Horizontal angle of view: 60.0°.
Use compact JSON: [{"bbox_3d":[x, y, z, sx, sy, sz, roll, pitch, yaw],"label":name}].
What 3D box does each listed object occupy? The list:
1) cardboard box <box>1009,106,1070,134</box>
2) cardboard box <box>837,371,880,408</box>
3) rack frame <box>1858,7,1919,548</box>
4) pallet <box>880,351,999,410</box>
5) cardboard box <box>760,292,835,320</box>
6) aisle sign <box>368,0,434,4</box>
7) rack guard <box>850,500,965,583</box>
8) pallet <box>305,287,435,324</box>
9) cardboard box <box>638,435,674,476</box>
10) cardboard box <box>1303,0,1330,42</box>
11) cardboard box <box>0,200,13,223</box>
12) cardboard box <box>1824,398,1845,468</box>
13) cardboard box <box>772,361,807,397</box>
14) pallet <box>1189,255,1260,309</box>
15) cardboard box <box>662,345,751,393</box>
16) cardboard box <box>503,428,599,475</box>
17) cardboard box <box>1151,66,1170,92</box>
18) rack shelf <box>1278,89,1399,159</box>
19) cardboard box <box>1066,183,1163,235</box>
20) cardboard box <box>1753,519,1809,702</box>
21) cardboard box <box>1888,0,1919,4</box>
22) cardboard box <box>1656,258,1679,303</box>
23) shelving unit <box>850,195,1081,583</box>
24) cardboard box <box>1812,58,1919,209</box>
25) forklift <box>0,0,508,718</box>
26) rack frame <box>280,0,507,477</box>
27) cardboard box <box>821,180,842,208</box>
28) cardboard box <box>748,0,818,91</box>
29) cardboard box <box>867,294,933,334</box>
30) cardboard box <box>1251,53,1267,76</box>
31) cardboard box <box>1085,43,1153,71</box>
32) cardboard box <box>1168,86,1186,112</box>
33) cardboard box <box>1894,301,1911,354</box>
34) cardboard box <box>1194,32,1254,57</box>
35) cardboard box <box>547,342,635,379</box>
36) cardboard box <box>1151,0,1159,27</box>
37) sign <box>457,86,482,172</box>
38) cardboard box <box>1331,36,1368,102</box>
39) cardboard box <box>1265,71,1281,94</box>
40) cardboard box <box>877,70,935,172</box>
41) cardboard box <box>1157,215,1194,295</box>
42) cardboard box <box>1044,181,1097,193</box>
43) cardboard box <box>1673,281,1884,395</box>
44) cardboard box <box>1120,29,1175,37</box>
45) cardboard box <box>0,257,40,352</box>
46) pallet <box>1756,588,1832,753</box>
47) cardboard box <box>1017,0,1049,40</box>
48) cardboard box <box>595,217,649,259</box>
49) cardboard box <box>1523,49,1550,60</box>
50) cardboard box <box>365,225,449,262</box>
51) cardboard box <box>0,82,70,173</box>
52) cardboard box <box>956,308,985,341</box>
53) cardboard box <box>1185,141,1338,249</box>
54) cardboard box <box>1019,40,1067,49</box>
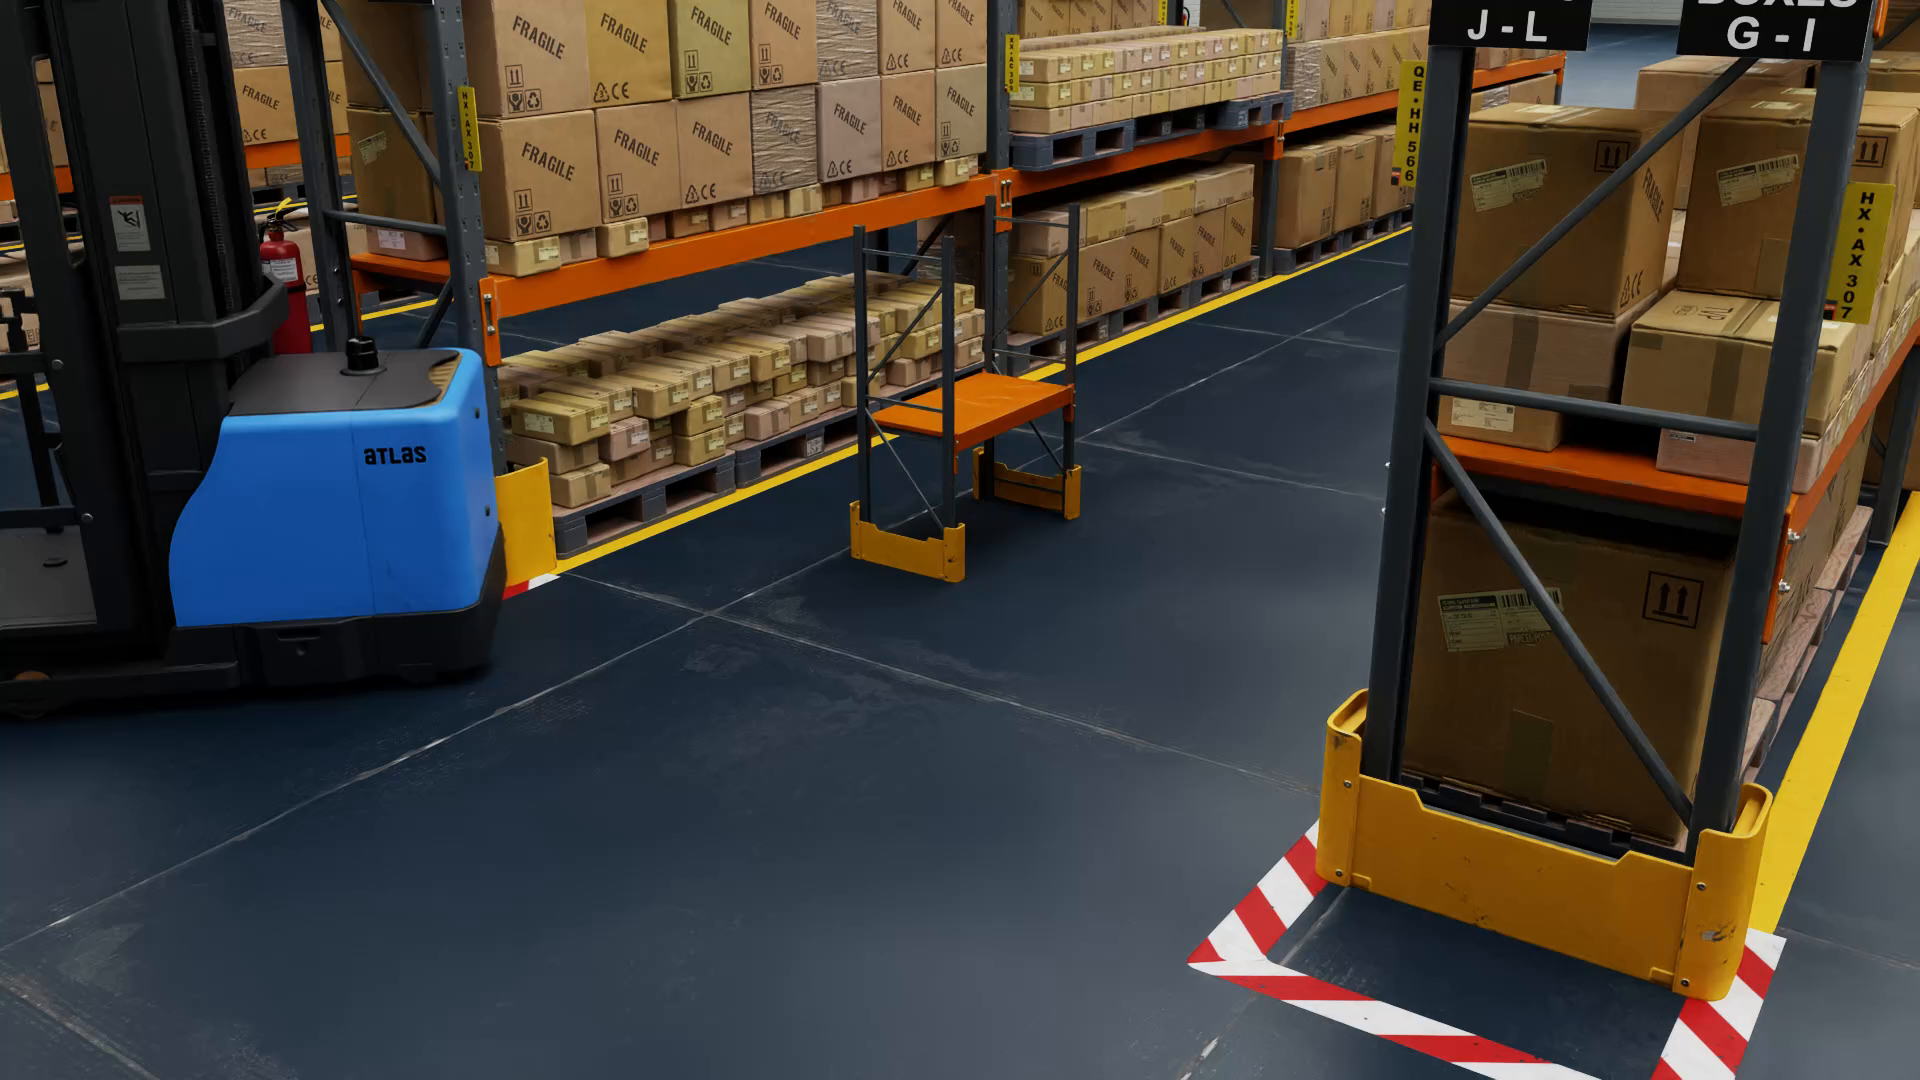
[{"bbox_3d":[0.451,-2.583,10.180,0.380,0.149,0.250,12,23,29],"label":"cardboard box"},{"bbox_3d":[-0.672,-0.864,9.282,0.380,0.149,0.250,13,24,32],"label":"cardboard box"},{"bbox_3d":[3.894,-1.484,7.453,1.000,3.000,0.127,13,24,32],"label":"rack frame"},{"bbox_3d":[-0.499,-0.973,10.091,1.003,0.211,1.213,13,24,32],"label":"pallet"},{"bbox_3d":[-0.949,-1.332,9.688,0.380,0.149,0.250,13,24,30],"label":"cardboard box"},{"bbox_3d":[-2.193,-2.472,6.378,0.394,0.787,0.004,13,24,32],"label":"aisle sign"},{"bbox_3d":[-0.237,0.004,7.394,0.587,0.250,0.087,13,24,32],"label":"rack guard"},{"bbox_3d":[-4.794,-1.906,12.613,1.003,0.211,1.213,13,24,32],"label":"pallet"},{"bbox_3d":[-1.627,-0.444,8.146,0.380,0.149,0.250,14,24,32],"label":"cardboard box"},{"bbox_3d":[2.641,-4.416,13.795,0.700,0.500,0.500,13,24,31],"label":"cardboard box"},{"bbox_3d":[-8.680,-2.979,14.830,0.396,0.266,0.258,14,25,34],"label":"cardboard box"},{"bbox_3d":[2.261,-0.330,4.695,0.380,0.149,0.250,13,24,31],"label":"cardboard box"},{"bbox_3d":[-1.045,-0.896,8.939,0.380,0.149,0.250,15,25,34],"label":"cardboard box"},{"bbox_3d":[1.657,-2.096,13.128,1.003,0.211,1.213,13,24,32],"label":"pallet"},{"bbox_3d":[-1.287,-0.871,8.441,0.380,0.149,0.250,14,25,34],"label":"cardboard box"},{"bbox_3d":[-1.893,-0.432,7.685,0.380,0.149,0.250,14,25,34],"label":"cardboard box"},{"bbox_3d":[1.184,-3.100,11.149,0.380,0.149,0.250,13,24,31],"label":"cardboard box"},{"bbox_3d":[3.222,-3.864,14.926,1.077,0.370,4.000,13,24,32],"label":"rack shelf"},{"bbox_3d":[1.070,-2.316,11.619,0.500,0.250,0.500,14,25,34],"label":"cardboard box"},{"bbox_3d":[2.451,0.003,5.891,0.875,0.875,0.875,13,24,32],"label":"cardboard box"},{"bbox_3d":[5.350,-2.756,9.302,0.797,0.503,0.637,14,24,33],"label":"cardboard box"},{"bbox_3d":[1.984,-0.742,5.234,0.500,0.250,0.500,13,24,31],"label":"cardboard box"},{"bbox_3d":[0.043,-0.725,7.564,0.587,1.500,1.083,13,24,32],"label":"shelving unit"},{"bbox_3d":[3.572,-1.578,6.414,0.500,0.500,0.500,14,24,32],"label":"cardboard box"},{"bbox_3d":[-3.363,-0.916,6.016,3.031,2.935,1.130,-3,21,-9],"label":"forklift"},{"bbox_3d":[-2.400,-1.333,7.044,1.000,3.000,0.127,13,24,32],"label":"rack frame"},{"bbox_3d":[-0.853,-1.859,8.829,0.380,0.149,0.250,13,24,31],"label":"cardboard box"},{"bbox_3d":[-1.055,-2.503,8.193,0.500,0.500,0.500,12,24,30],"label":"cardboard box"},{"bbox_3d":[-0.381,-1.313,9.636,0.380,0.149,0.250,13,24,31],"label":"cardboard box"},{"bbox_3d":[2.048,-3.539,12.337,0.380,0.149,0.250,14,25,34],"label":"cardboard box"},{"bbox_3d":[1.034,-3.161,10.885,0.380,0.149,0.250,13,24,31],"label":"cardboard box"},{"bbox_3d":[1.324,-3.030,11.390,0.380,0.149,0.250,12,23,29],"label":"cardboard box"},{"bbox_3d":[3.128,-0.773,5.894,0.380,0.149,0.250,14,24,33],"label":"cardboard box"},{"bbox_3d":[1.911,-3.609,12.098,0.380,0.149,0.250,14,25,33],"label":"cardboard box"},{"bbox_3d":[-1.885,-0.895,8.507,0.380,0.149,0.250,12,24,30],"label":"cardboard box"},{"bbox_3d":[2.367,-6.837,21.351,0.500,0.500,0.500,13,24,31],"label":"cardboard box"},{"bbox_3d":[-1.951,-1.633,6.608,0.100,0.325,0.005,13,24,32],"label":"sign"},{"bbox_3d":[3.140,-4.042,14.225,0.500,0.500,0.500,13,24,32],"label":"cardboard box"},{"bbox_3d":[2.200,-3.476,12.595,0.380,0.149,0.250,14,24,33],"label":"cardboard box"},{"bbox_3d":[-0.482,-2.324,9.151,0.500,0.500,0.500,13,24,30],"label":"cardboard box"},{"bbox_3d":[1.365,-2.110,12.142,0.500,0.500,0.500,12,23,29],"label":"cardboard box"},{"bbox_3d":[0.644,-2.419,11.898,0.500,0.250,0.500,12,23,29],"label":"cardboard box"},{"bbox_3d":[2.425,-0.641,4.962,0.500,0.250,0.500,13,24,31],"label":"cardboard box"},{"bbox_3d":[1.387,-3.744,12.463,0.380,0.149,0.250,13,24,32],"label":"cardboard box"},{"bbox_3d":[-6.262,-1.473,10.512,0.875,0.438,0.875,12,24,30],"label":"cardboard box"},{"bbox_3d":[2.717,0.378,6.438,1.003,0.211,1.213,13,24,32],"label":"pallet"},{"bbox_3d":[0.673,-5.970,19.009,0.500,0.500,0.500,13,24,32],"label":"cardboard box"},{"bbox_3d":[-1.642,-1.392,7.566,0.380,0.149,0.250,12,24,30],"label":"cardboard box"},{"bbox_3d":[6.132,-5.716,18.679,0.875,0.550,0.550,13,24,32],"label":"cardboard box"},{"bbox_3d":[-2.450,-1.363,7.490,0.380,0.149,0.250,13,24,32],"label":"cardboard box"},{"bbox_3d":[-5.782,-2.548,10.186,0.500,0.500,0.500,13,24,31],"label":"cardboard box"},{"bbox_3d":[-0.065,-1.327,10.105,0.380,0.149,0.250,14,24,33],"label":"cardboard box"},{"bbox_3d":[2.514,-2.927,13.992,1.050,0.750,0.750,13,24,31],"label":"cardboard box"},{"bbox_3d":[0.499,-3.288,11.229,0.380,0.149,0.250,12,24,30],"label":"cardboard box"}]
